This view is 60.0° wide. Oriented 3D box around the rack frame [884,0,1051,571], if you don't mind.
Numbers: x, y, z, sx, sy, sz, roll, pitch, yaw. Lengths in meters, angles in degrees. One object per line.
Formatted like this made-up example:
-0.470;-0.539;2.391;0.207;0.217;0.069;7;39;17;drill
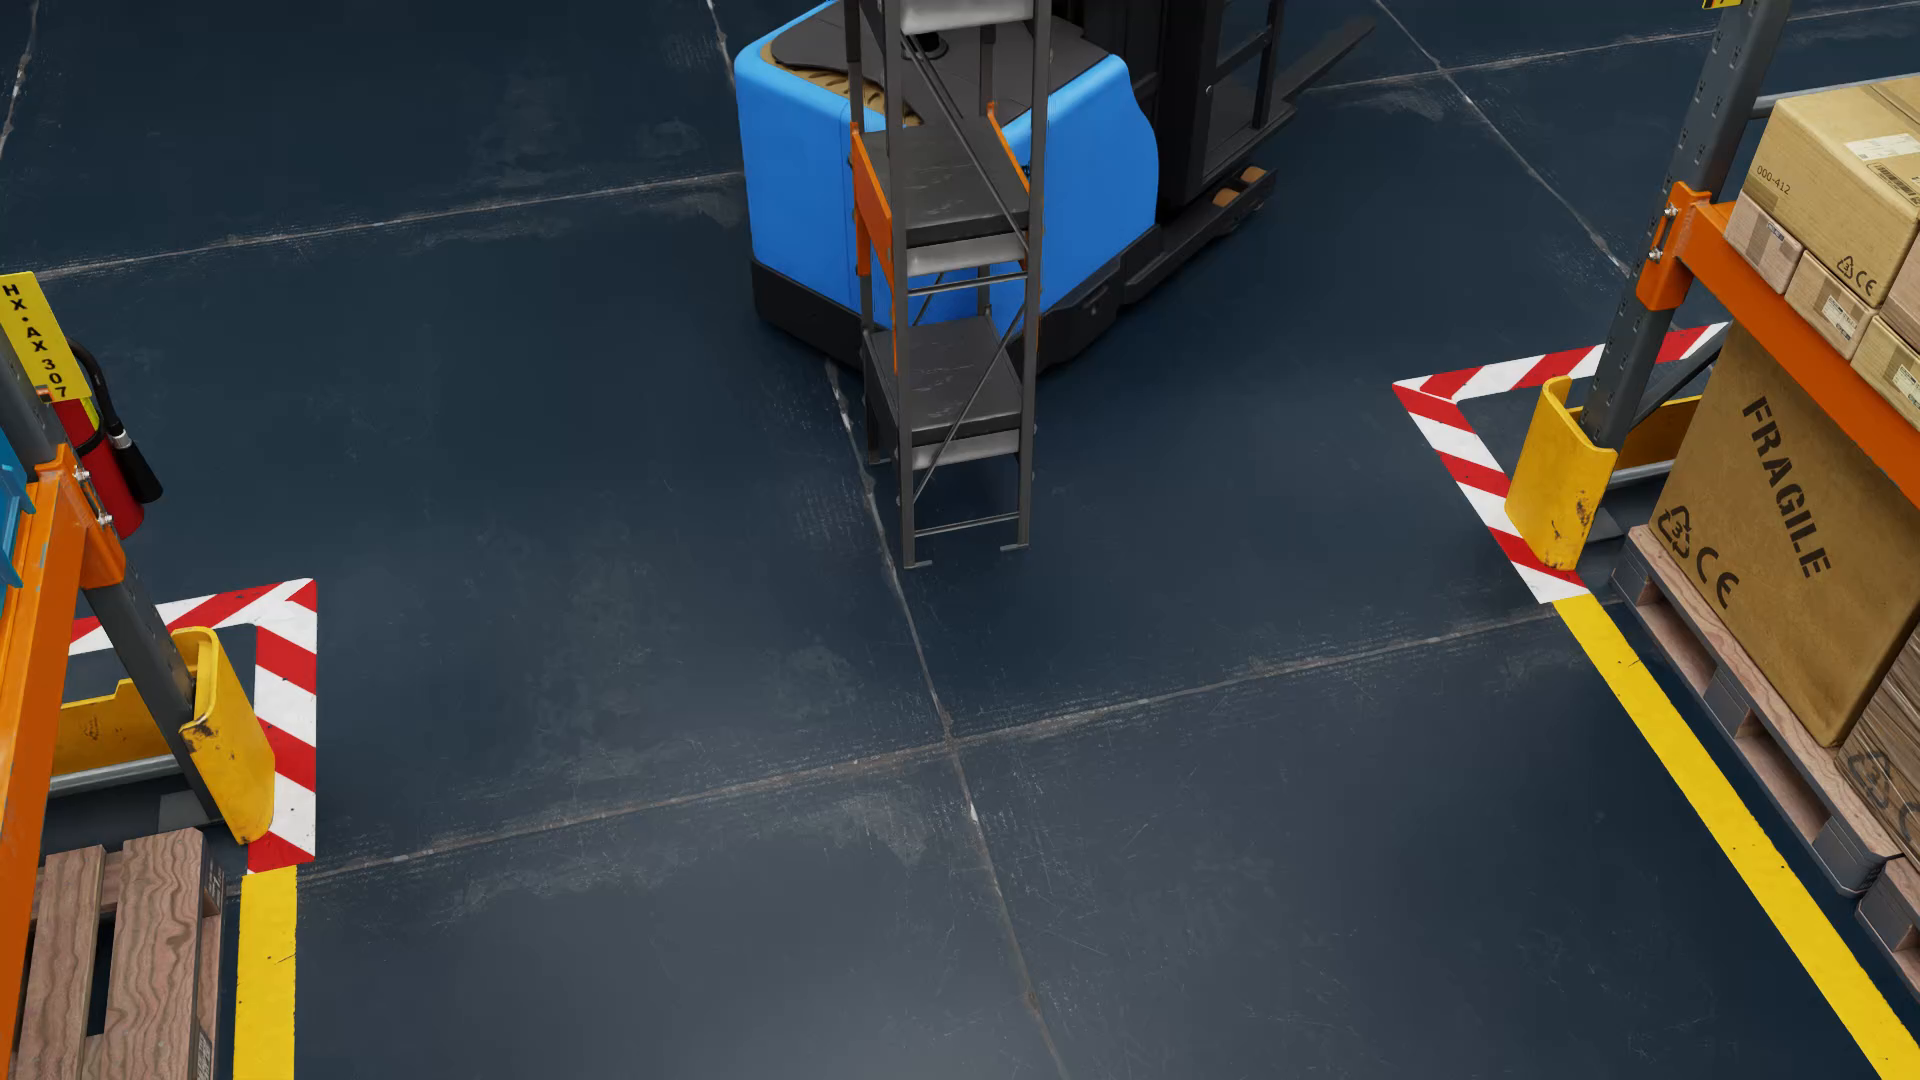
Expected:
0.020;-0.681;4.447;0.400;2.100;0.015;-11;47;-10;rack frame

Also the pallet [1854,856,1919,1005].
2.940;1.203;3.924;1.003;0.211;1.213;-11;47;-10;pallet

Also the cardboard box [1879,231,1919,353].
2.352;-0.465;3.502;0.500;0.250;0.500;-11;47;-11;cardboard box

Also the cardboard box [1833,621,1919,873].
2.825;0.501;3.853;0.875;0.875;0.875;-11;47;-10;cardboard box

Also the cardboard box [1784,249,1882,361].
2.190;-0.581;3.896;0.380;0.149;0.250;-11;47;-11;cardboard box

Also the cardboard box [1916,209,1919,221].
2.341;-0.740;3.246;0.500;0.500;0.500;-12;47;-11;cardboard box

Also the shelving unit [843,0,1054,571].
-0.042;-0.849;4.612;0.431;2.100;0.503;-11;47;-10;shelving unit

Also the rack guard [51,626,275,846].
-2.456;0.615;4.298;1.175;0.500;0.348;-11;47;-10;rack guard

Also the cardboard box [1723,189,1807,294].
2.123;-0.758;4.069;0.380;0.149;0.250;-10;46;-10;cardboard box

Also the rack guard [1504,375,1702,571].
2.345;-0.293;5.187;1.175;0.500;0.348;-11;47;-10;rack guard

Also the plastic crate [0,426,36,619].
-2.171;-0.082;3.164;0.616;0.435;0.499;-11;47;-10;plastic crate

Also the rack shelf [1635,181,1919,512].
2.863;0.481;3.182;1.077;0.370;4.000;-11;47;-10;rack shelf

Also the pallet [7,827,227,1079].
-2.263;1.306;3.822;1.003;0.211;1.213;-11;47;-10;pallet

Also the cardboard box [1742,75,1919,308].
2.213;-0.823;3.853;0.500;0.250;0.500;-12;47;-11;cardboard box

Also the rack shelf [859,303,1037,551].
-0.042;-0.350;5.122;0.431;0.518;0.480;-11;47;-10;rack shelf

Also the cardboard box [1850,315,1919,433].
2.256;-0.405;3.722;0.380;0.149;0.250;-12;47;-11;cardboard box

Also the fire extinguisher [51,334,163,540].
-2.036;-0.276;3.735;0.296;0.674;0.183;-11;47;-10;fire extinguisher

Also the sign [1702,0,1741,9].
1.813;-1.385;3.846;0.100;0.325;0.005;-11;47;-10;sign

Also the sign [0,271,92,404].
-1.909;-0.415;3.442;0.100;0.325;0.005;-11;47;-10;sign

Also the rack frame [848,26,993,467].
-0.105;-1.018;4.777;0.400;2.100;0.015;-11;47;-10;rack frame

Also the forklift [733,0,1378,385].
0.580;-2.413;5.563;1.130;2.935;3.031;30;53;26;forklift

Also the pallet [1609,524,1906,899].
2.631;0.362;4.747;1.003;0.211;1.213;-11;47;-10;pallet

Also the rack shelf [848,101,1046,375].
-0.042;-0.840;4.622;0.431;0.518;0.480;-11;47;-10;rack shelf

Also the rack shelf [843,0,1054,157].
-0.042;-1.330;4.122;0.431;0.518;0.480;-11;47;-10;rack shelf

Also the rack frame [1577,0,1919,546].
2.351;-1.152;4.278;1.000;3.000;0.127;-11;47;-10;rack frame

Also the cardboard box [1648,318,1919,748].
2.592;-0.128;4.469;0.875;0.875;0.875;-11;47;-10;cardboard box

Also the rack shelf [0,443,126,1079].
-1.925;1.387;2.295;1.077;0.370;4.000;-11;47;-10;rack shelf

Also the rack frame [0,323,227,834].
-2.437;-0.246;3.391;1.000;3.000;0.127;-11;47;-10;rack frame
